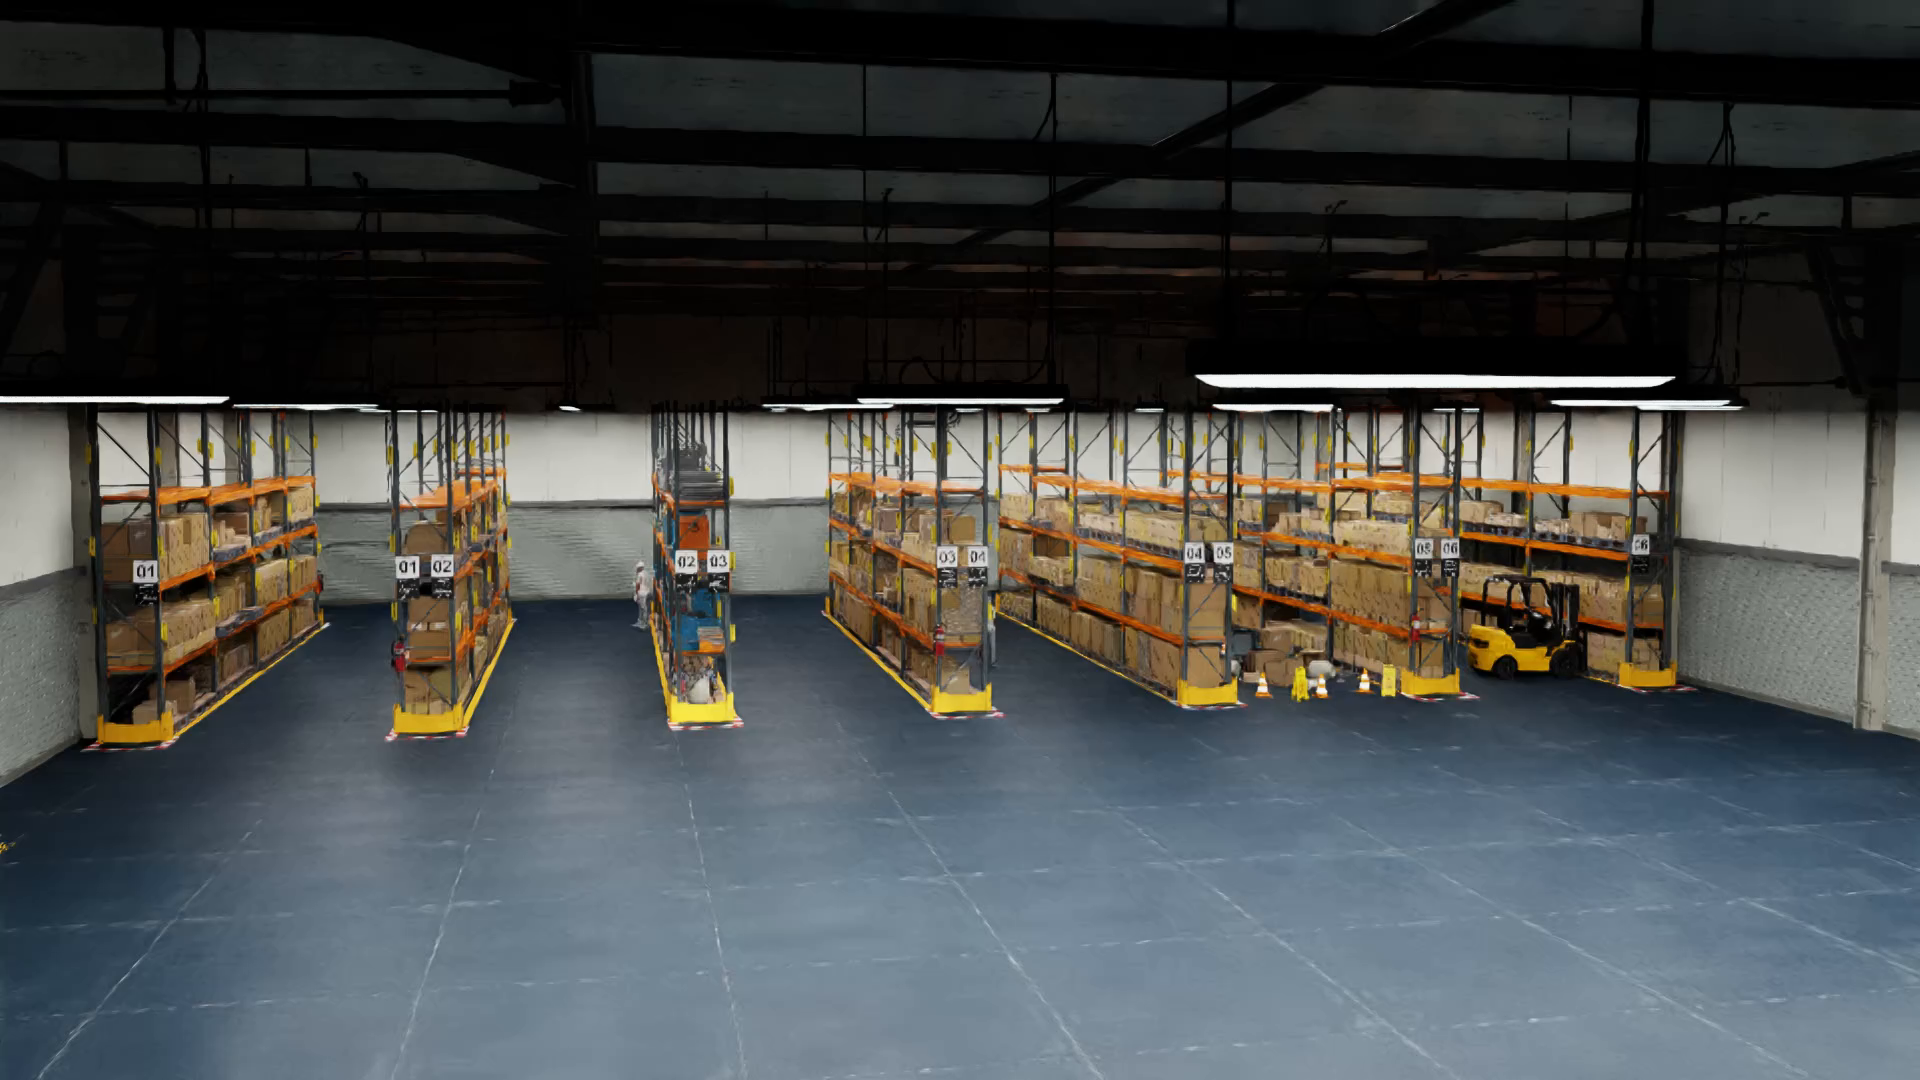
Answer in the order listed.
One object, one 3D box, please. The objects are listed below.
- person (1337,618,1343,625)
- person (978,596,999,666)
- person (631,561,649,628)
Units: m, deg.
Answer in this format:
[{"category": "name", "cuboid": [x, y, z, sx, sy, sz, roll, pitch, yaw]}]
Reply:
[{"category": "person", "cuboid": [9.787, 1.599, 42.708, 0.636, 1.775, 0.677, 1, 5, 19]}, {"category": "person", "cuboid": [0.601, 2.055, 37.855, 0.457, 1.586, 1.075, -1, 4, -10]}, {"category": "person", "cuboid": [-8.589, 1.455, 44.657, 0.595, 1.783, 0.682, 0, 4, 6]}]
